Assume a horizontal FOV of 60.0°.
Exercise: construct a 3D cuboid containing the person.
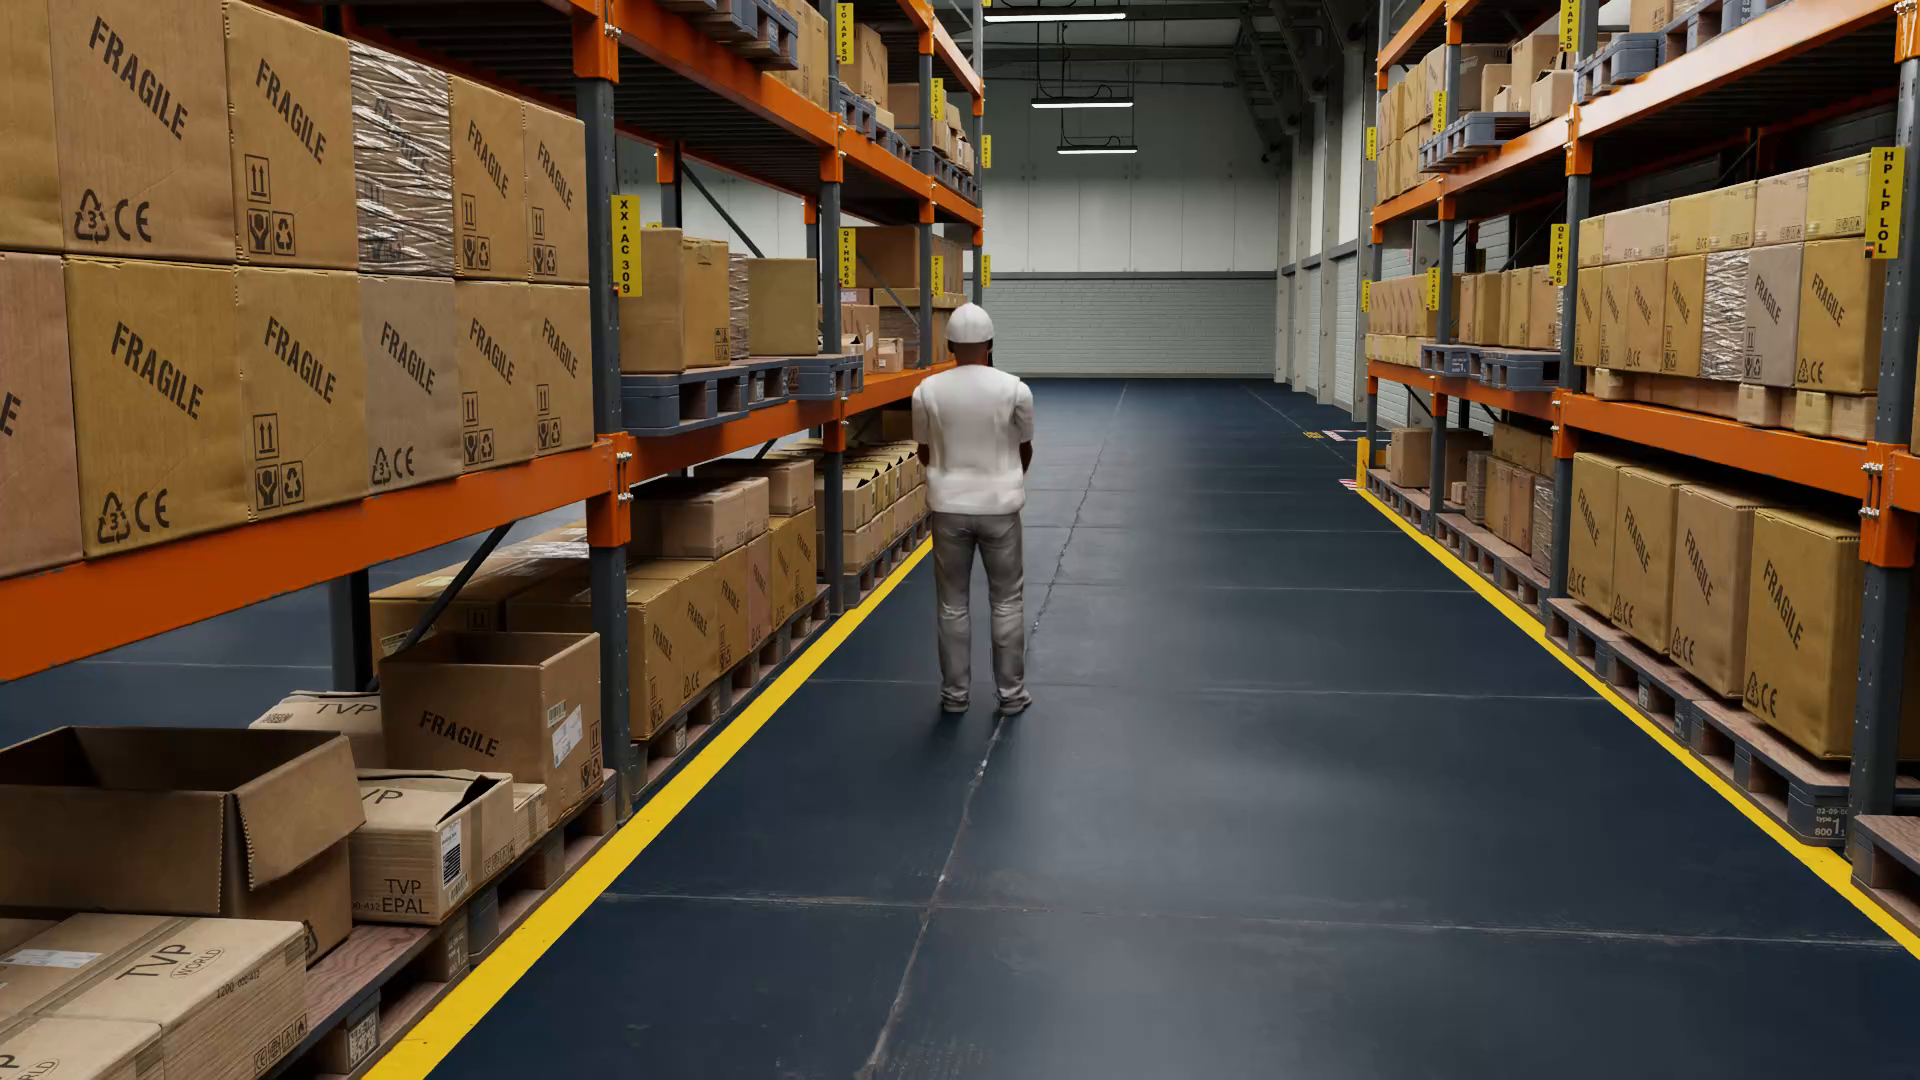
[{"bbox_3d":[0.065,-0.138,7.228,0.520,1.771,0.566,1,8,5],"label":"person"}]
